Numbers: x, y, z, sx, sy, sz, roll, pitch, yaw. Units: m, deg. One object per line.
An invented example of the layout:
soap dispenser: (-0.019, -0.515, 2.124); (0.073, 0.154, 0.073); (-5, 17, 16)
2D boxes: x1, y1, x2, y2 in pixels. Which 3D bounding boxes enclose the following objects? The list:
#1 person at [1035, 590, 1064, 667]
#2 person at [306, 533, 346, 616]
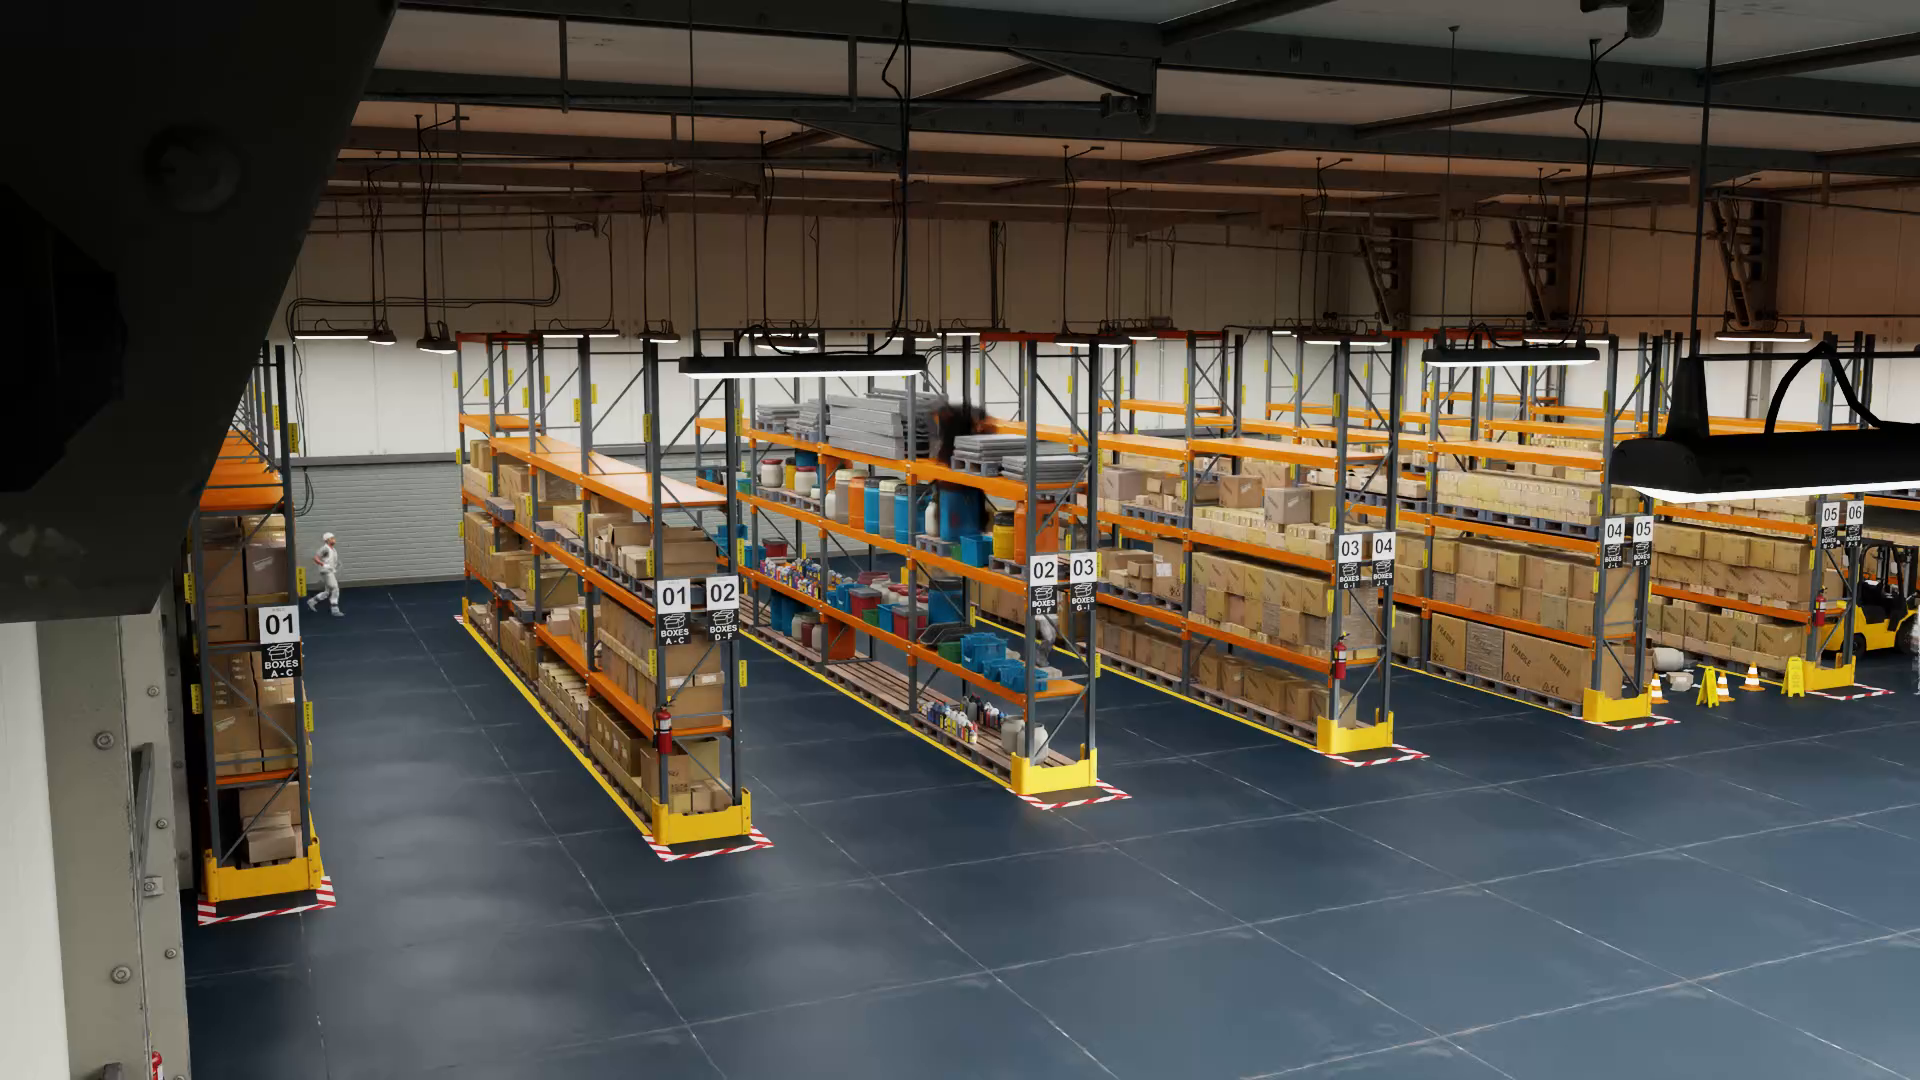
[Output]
person: (1.583, 1.431, 29.845); (0.665, 1.756, 0.673); (-4, 9, -30)
person: (-13.453, 0.723, 35.331); (0.830, 1.761, 0.703); (0, 8, 0)
